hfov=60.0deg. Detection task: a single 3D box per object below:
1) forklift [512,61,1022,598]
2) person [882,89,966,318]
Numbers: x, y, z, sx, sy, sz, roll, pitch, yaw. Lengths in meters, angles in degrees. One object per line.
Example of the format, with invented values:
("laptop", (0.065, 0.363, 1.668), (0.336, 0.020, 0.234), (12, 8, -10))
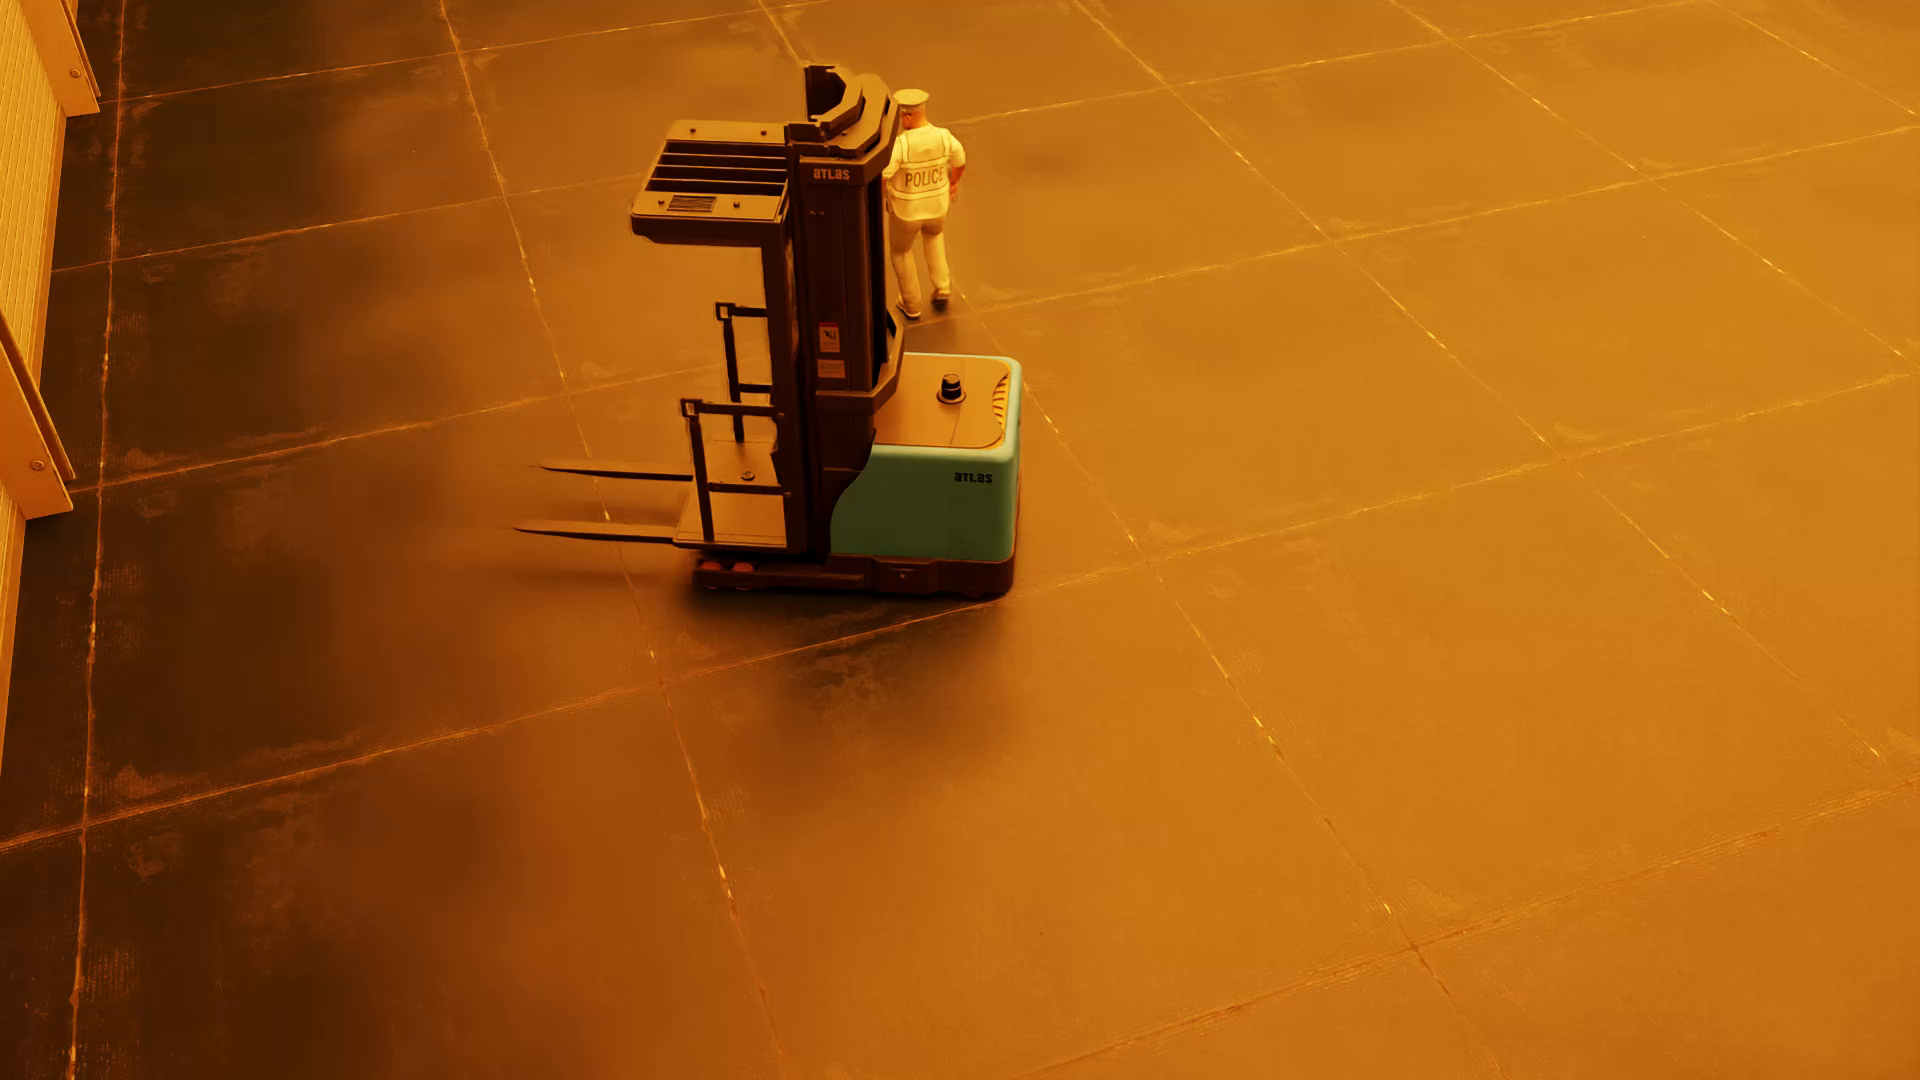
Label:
("forklift", (-1.163, -1.159, 9.377), (3.031, 2.935, 1.130), (3, 40, 4))
("person", (-0.357, -2.357, 11.779), (0.823, 1.755, 0.491), (-13, 42, -15))
